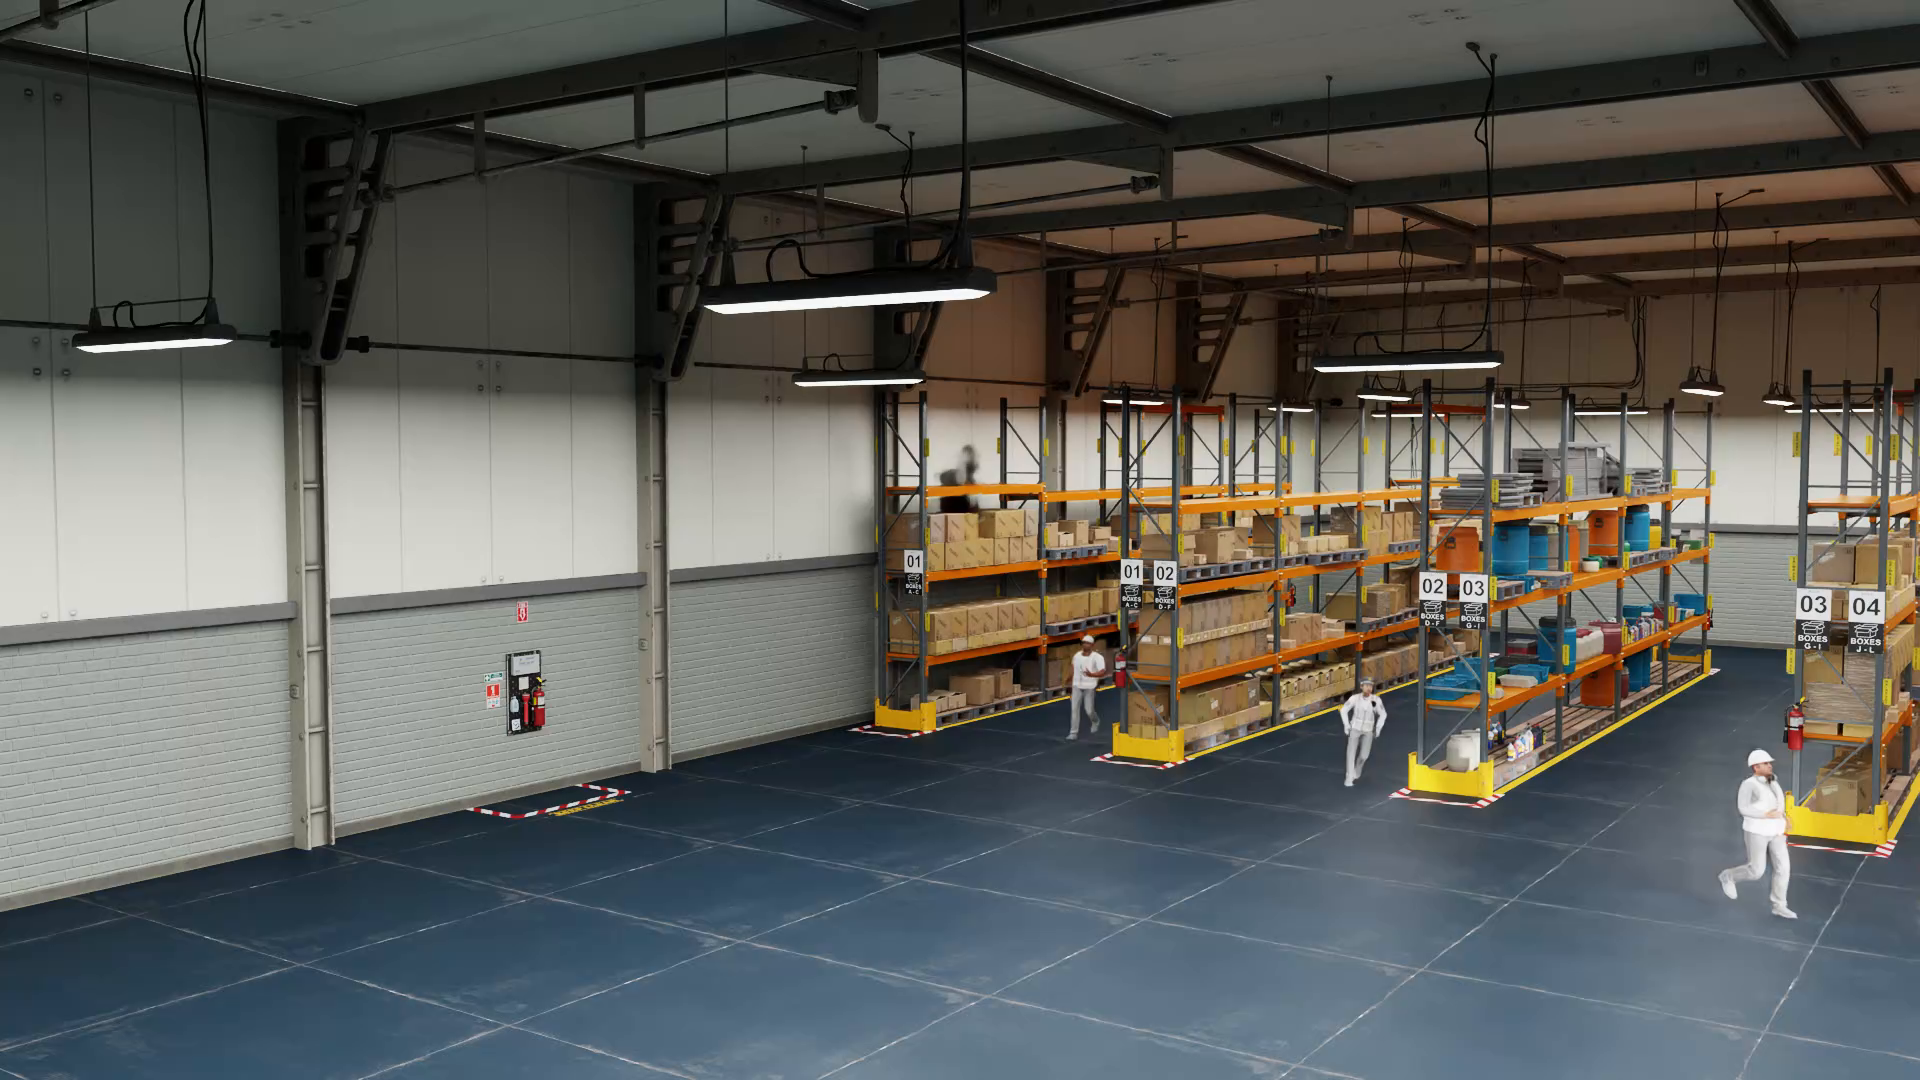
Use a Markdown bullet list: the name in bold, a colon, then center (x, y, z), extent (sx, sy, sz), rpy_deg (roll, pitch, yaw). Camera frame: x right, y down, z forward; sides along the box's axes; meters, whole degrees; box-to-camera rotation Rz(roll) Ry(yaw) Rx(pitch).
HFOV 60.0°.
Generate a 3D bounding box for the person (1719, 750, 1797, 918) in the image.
- **person**: center (8.634, 3.133, 17.903), extent (0.671, 1.745, 0.871), rpy_deg (-1, 3, -25)

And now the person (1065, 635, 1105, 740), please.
- **person**: center (2.054, 2.471, 27.801), extent (0.745, 1.742, 0.872), rpy_deg (2, 4, 31)

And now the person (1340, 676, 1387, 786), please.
- **person**: center (5.971, 2.833, 24.630), extent (0.671, 1.647, 0.497), rpy_deg (1, 3, 14)
